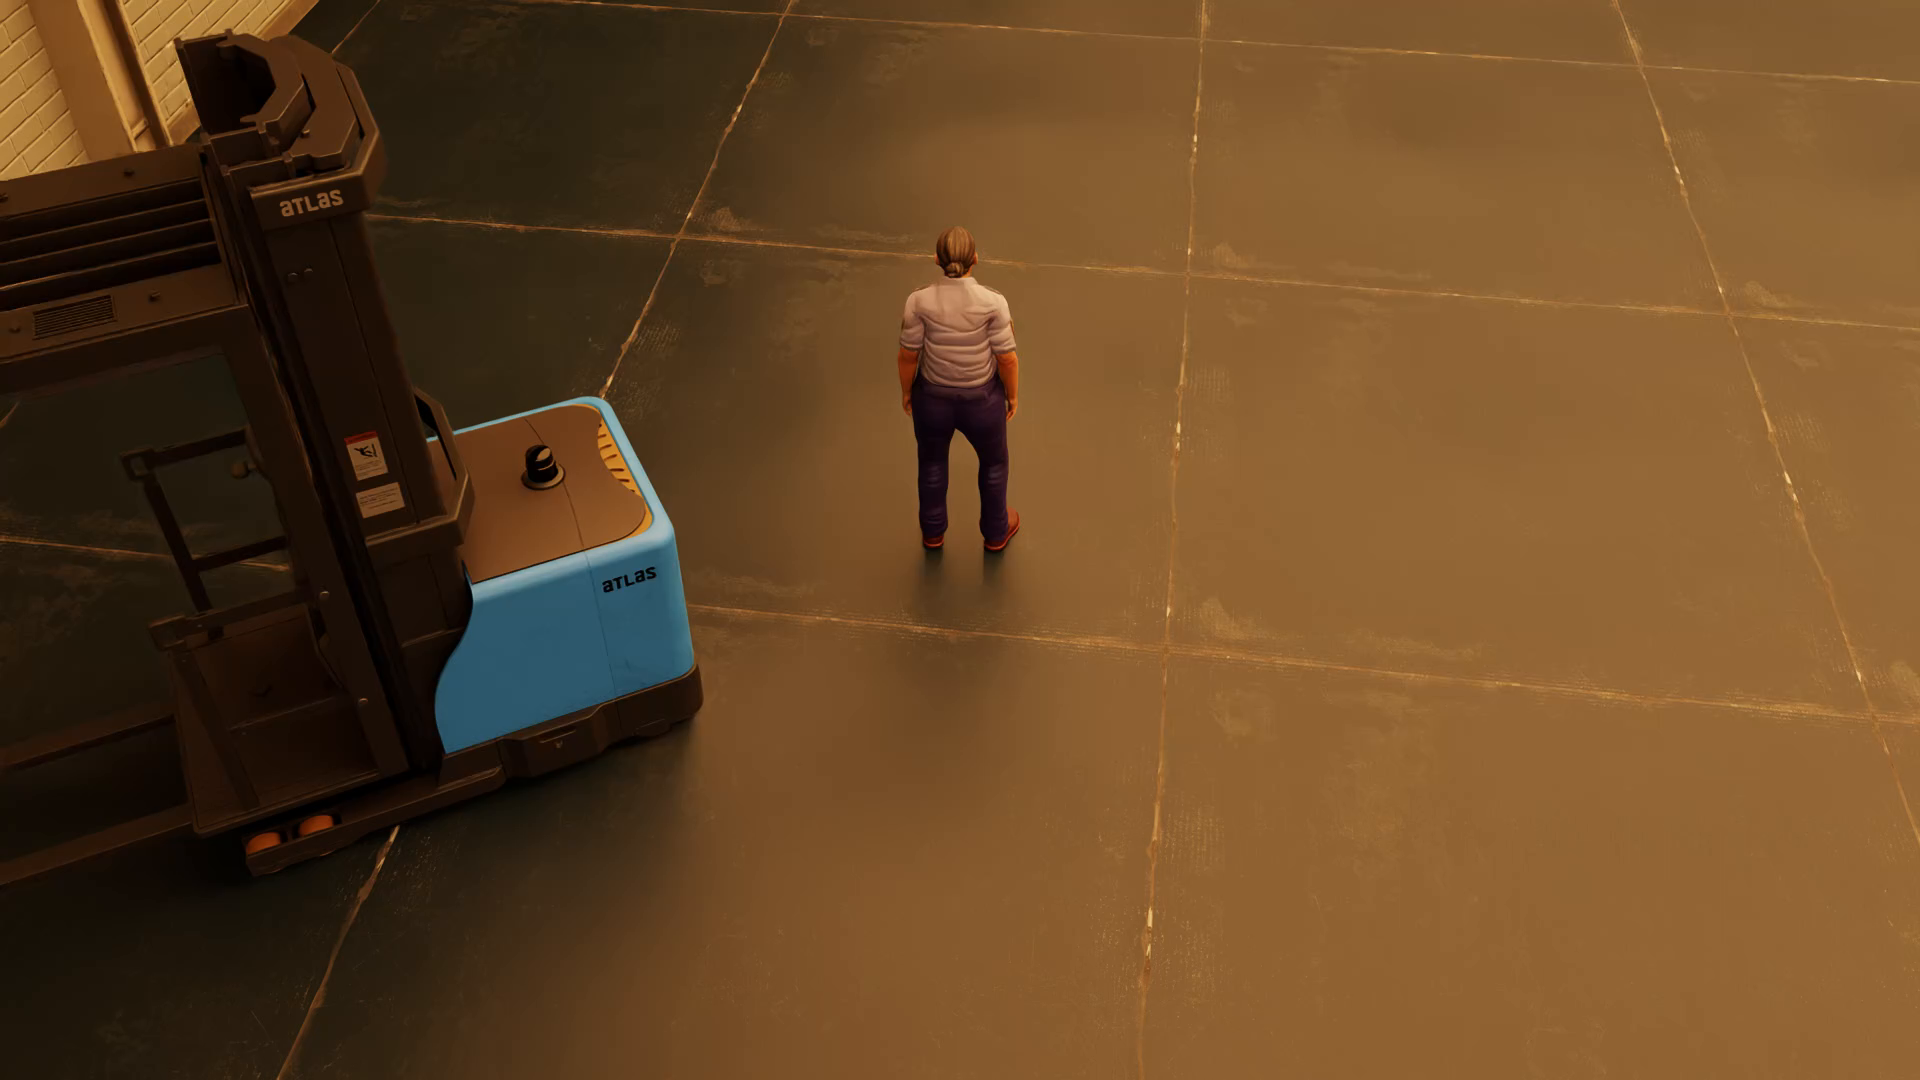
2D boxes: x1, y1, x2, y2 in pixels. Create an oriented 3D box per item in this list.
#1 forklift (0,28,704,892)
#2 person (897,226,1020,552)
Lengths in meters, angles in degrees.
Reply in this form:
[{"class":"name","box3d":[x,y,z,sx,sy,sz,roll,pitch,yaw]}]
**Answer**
[{"class":"forklift","box3d":[-2.644,-0.191,5.933,3.031,2.935,1.130,-18,45,-18]},{"class":"person","box3d":[0.006,-0.627,7.354,0.546,1.651,0.373,4,43,4]}]
